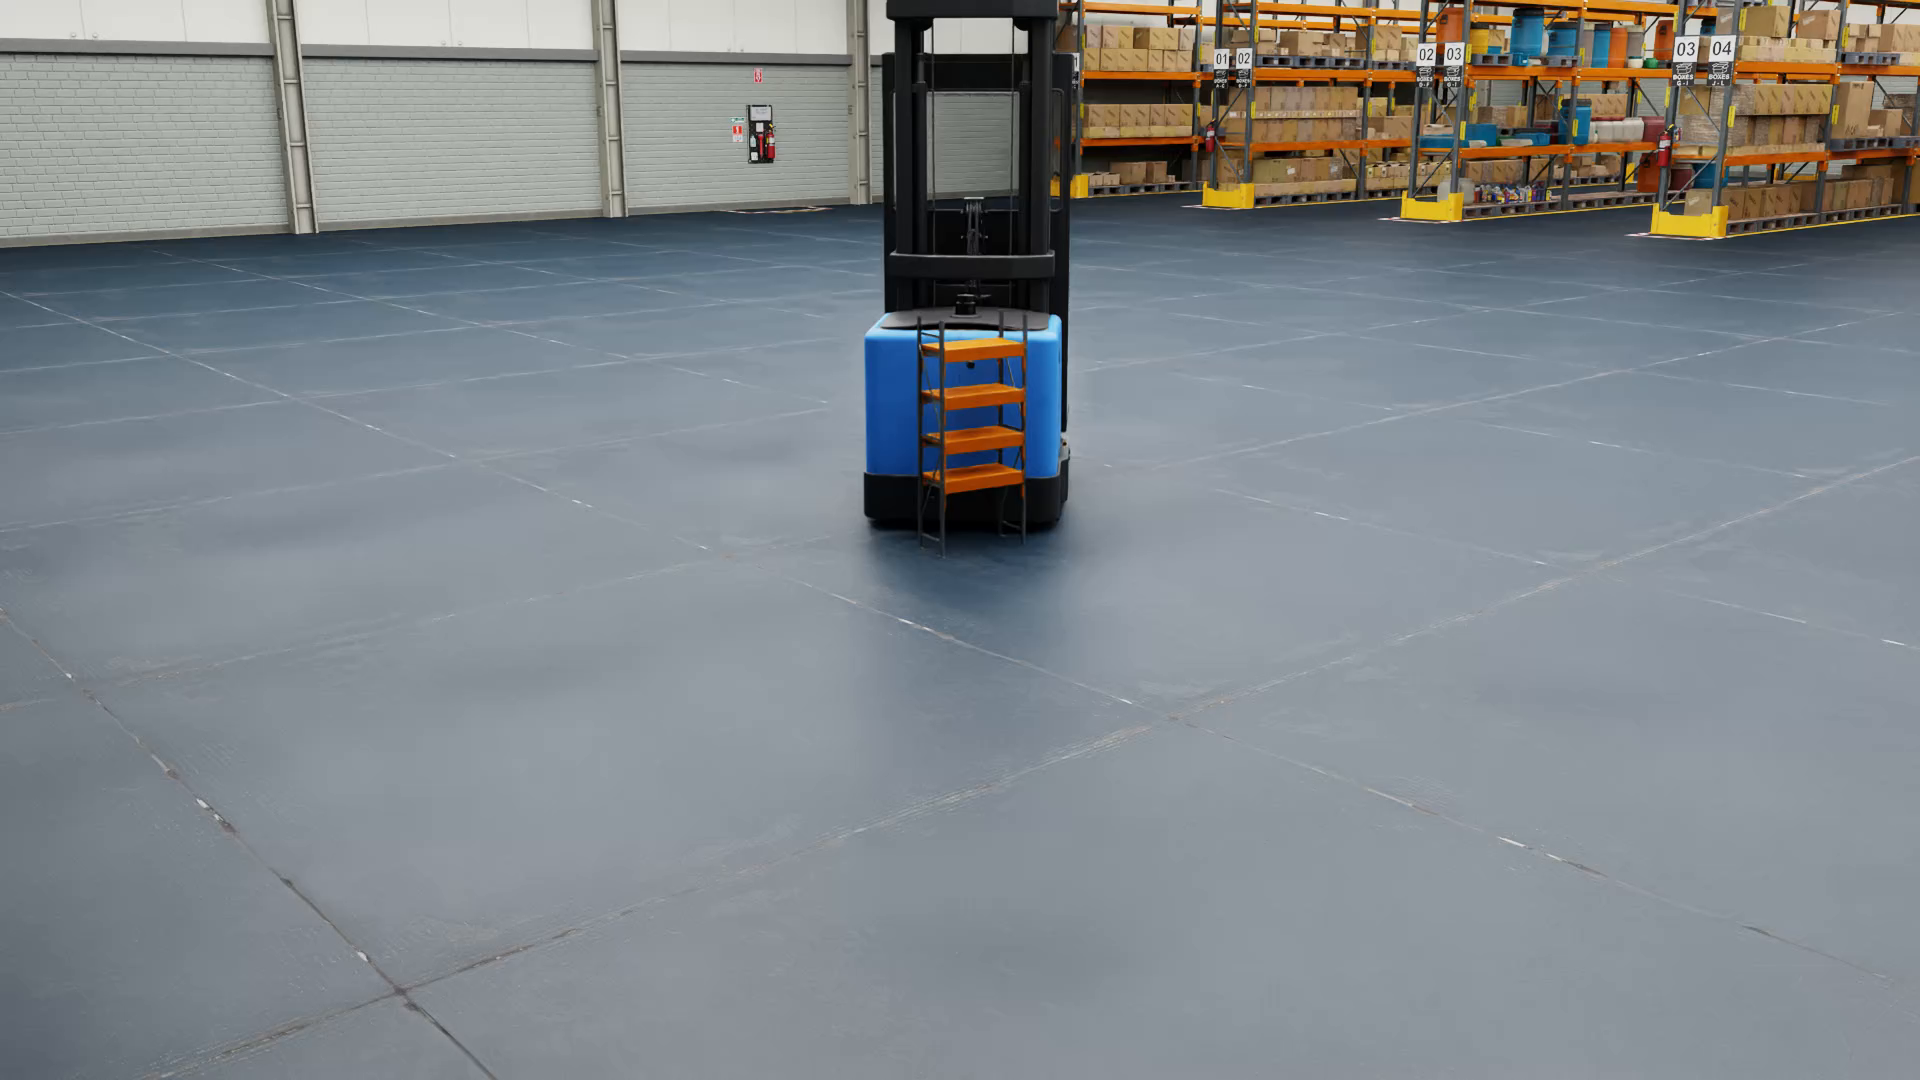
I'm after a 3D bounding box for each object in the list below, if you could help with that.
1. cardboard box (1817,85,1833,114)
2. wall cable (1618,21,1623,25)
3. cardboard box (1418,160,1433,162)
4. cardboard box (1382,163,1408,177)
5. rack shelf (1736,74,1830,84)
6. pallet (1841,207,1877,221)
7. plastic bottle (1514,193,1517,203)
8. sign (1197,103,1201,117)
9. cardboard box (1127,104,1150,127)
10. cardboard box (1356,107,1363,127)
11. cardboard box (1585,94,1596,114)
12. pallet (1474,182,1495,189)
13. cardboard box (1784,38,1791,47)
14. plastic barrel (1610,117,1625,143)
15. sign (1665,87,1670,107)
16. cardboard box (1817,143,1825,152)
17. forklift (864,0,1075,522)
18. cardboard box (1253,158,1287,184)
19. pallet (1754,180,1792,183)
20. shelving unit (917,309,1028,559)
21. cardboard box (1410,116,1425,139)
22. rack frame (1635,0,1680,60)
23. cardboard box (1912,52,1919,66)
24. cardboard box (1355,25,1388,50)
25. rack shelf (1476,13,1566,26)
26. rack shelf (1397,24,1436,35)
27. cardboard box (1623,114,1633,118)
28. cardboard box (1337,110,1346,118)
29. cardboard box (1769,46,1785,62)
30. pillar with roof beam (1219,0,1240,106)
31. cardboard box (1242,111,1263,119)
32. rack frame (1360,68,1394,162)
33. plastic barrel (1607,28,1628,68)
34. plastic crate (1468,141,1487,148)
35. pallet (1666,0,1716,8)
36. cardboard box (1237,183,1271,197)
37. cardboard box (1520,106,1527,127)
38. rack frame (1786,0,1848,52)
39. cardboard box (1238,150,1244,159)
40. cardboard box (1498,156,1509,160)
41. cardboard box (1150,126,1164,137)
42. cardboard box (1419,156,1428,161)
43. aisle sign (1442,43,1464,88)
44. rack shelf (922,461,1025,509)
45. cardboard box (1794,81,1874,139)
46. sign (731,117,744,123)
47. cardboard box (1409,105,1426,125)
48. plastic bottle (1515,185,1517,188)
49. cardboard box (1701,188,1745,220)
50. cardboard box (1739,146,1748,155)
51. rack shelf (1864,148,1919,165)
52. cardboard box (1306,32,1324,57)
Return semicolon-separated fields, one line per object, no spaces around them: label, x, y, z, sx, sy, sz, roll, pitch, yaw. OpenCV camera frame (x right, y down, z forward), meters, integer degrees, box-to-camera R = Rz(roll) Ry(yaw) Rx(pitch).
cardboard box;15.032;-7.790;29.393;0.500;0.500;0.500;-13;19;-39
wall cable;20.766;-16.370;48.830;0.112;2.526;3.097;-13;19;-39
cardboard box;11.120;-8.965;39.929;0.500;0.311;0.500;-12;19;-38
cardboard box;9.936;-8.512;38.233;0.500;0.311;0.500;-14;20;-41
rack shelf;19.483;-11.004;39.717;4.000;0.370;1.077;-13;19;-39
pallet;16.698;-6.237;31.692;1.213;0.211;1.003;-13;19;-39
plastic bottle;10.903;-6.730;32.703;0.097;0.201;0.097;0;15;0
sign;5.798;-10.451;40.387;0.005;0.325;0.100;-13;19;-39
cardboard box;4.131;-10.040;39.322;0.500;0.500;0.500;-12;19;-38
cardboard box;10.525;-11.395;44.790;0.500;0.500;0.500;-13;19;-39
cardboard box;16.043;-11.260;42.960;0.500;0.500;0.500;-13;20;-41
pallet;12.296;-8.623;40.624;1.213;0.211;1.003;-13;19;-39
cardboard box;13.883;-8.450;28.277;0.250;0.149;0.380;-14;20;-41
plastic barrel;13.685;-8.591;34.838;0.433;0.535;0.433;0;15;0
sign;11.824;-7.390;27.749;0.005;0.325;0.100;-13;19;-39
cardboard box;15.221;-7.030;29.741;0.250;0.149;0.380;-13;19;-39
forklift;0.118;-1.840;9.959;1.130;2.935;3.031;1;15;4
cardboard box;6.599;-7.865;35.445;0.500;0.500;0.500;-13;19;-39
pallet;20.344;-8.762;41.145;1.213;0.211;1.003;-13;19;-39
shelving unit;0.062;-0.543;8.459;0.503;1.200;0.258;-9;17;-31
cardboard box;10.453;-9.612;38.729;0.500;0.500;0.500;-14;20;-42
rack frame;14.957;-11.785;35.432;0.127;3.000;1.000;-13;19;-39
cardboard box;18.010;-9.171;31.748;0.500;0.250;0.500;-13;19;-39
cardboard box;9.182;-11.212;37.125;0.500;0.500;0.500;-12;19;-39
rack shelf;13.217;-12.548;40.457;4.000;0.370;1.077;-13;19;-39
rack shelf;12.980;-14.189;46.602;4.000;0.370;1.077;-13;19;-39
cardboard box;17.584;-11.126;44.397;0.500;0.500;0.500;-12;19;-38
cardboard box;8.242;-9.361;36.533;0.250;0.149;0.380;-13;20;-41
cardboard box;13.467;-8.147;27.915;0.500;0.250;0.500;-13;20;-40
pillar with roof beam;9.731;-12.824;39.321;0.400;9.000;9.100;-13;19;-39
cardboard box;6.110;-8.882;34.740;0.250;0.149;0.380;-13;20;-40
rack frame;11.471;-11.493;45.963;0.127;3.000;1.000;-13;19;-39
plastic barrel;13.701;-10.335;34.986;0.708;0.830;0.600;-13;19;-39
plastic crate;9.808;-7.493;31.499;0.250;0.136;0.298;-13;19;-39
pallet;15.521;-11.617;35.943;1.003;0.211;1.213;-13;19;-39
cardboard box;6.223;-7.418;35.223;0.500;0.250;0.500;-13;19;-39
cardboard box;13.744;-10.615;41.668;0.500;0.500;0.700;-9;17;-31
rack frame;15.190;-10.143;29.285;0.127;3.000;1.000;-13;19;-39
cardboard box;7.088;-9.878;42.455;0.500;0.250;0.500;-13;20;-40
cardboard box;13.446;-9.692;41.761;0.500;0.250;0.500;-13;19;-39
cardboard box;4.527;-9.764;39.745;0.500;0.250;0.500;-13;20;-40
cardboard box;12.872;-10.766;47.271;0.500;0.500;0.700;-12;19;-38
aisle sign;9.060;-8.718;30.538;0.004;0.787;0.394;-13;19;-39
rack shelf;0.062;-0.286;8.527;0.480;0.148;0.258;-9;17;-31
cardboard box;15.882;-7.845;30.329;1.000;1.000;1.000;-12;19;-39
sign;-4.513;-8.518;33.730;0.331;0.109;0.001;-13;19;-39
cardboard box;12.445;-11.849;46.716;0.700;0.700;0.980;-13;20;-41
plastic bottle;11.255;-7.060;33.778;0.133;0.283;0.061;-13;19;-39
cardboard box;13.083;-5.773;28.579;0.500;0.500;0.500;-7;17;-25
cardboard box;12.944;-6.525;27.854;0.250;0.149;0.380;-13;19;-39
rack shelf;19.717;-7.913;33.957;4.000;0.370;1.077;-13;19;-39
cardboard box;7.365;-10.689;35.856;0.637;0.503;0.797;-10;18;-33
